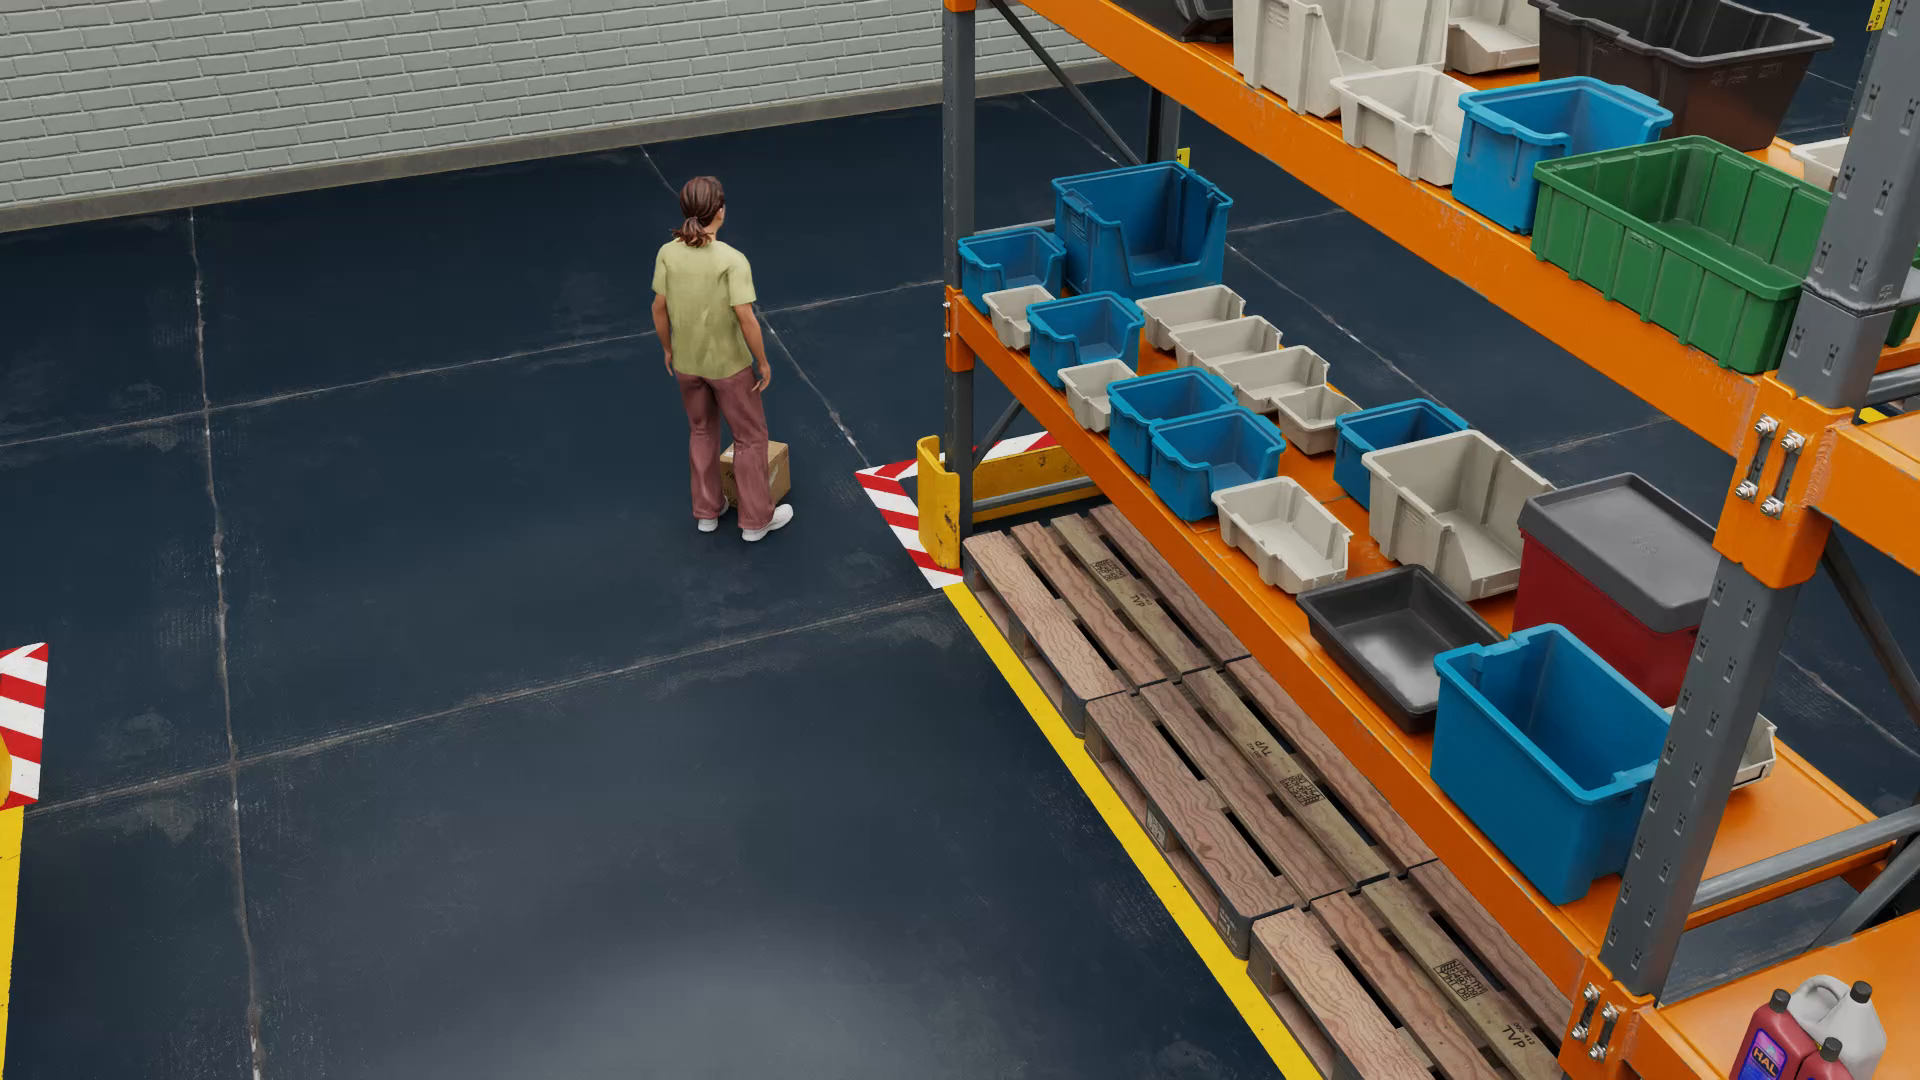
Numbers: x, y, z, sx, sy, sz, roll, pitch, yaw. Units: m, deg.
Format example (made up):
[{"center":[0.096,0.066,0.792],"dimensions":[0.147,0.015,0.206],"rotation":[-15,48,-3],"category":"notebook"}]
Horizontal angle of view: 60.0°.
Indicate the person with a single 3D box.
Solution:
[{"center":[-1.070,-0.770,7.320],"dimensions":[0.517,1.652,0.354],"rotation":[11,35,17],"category":"person"}]
